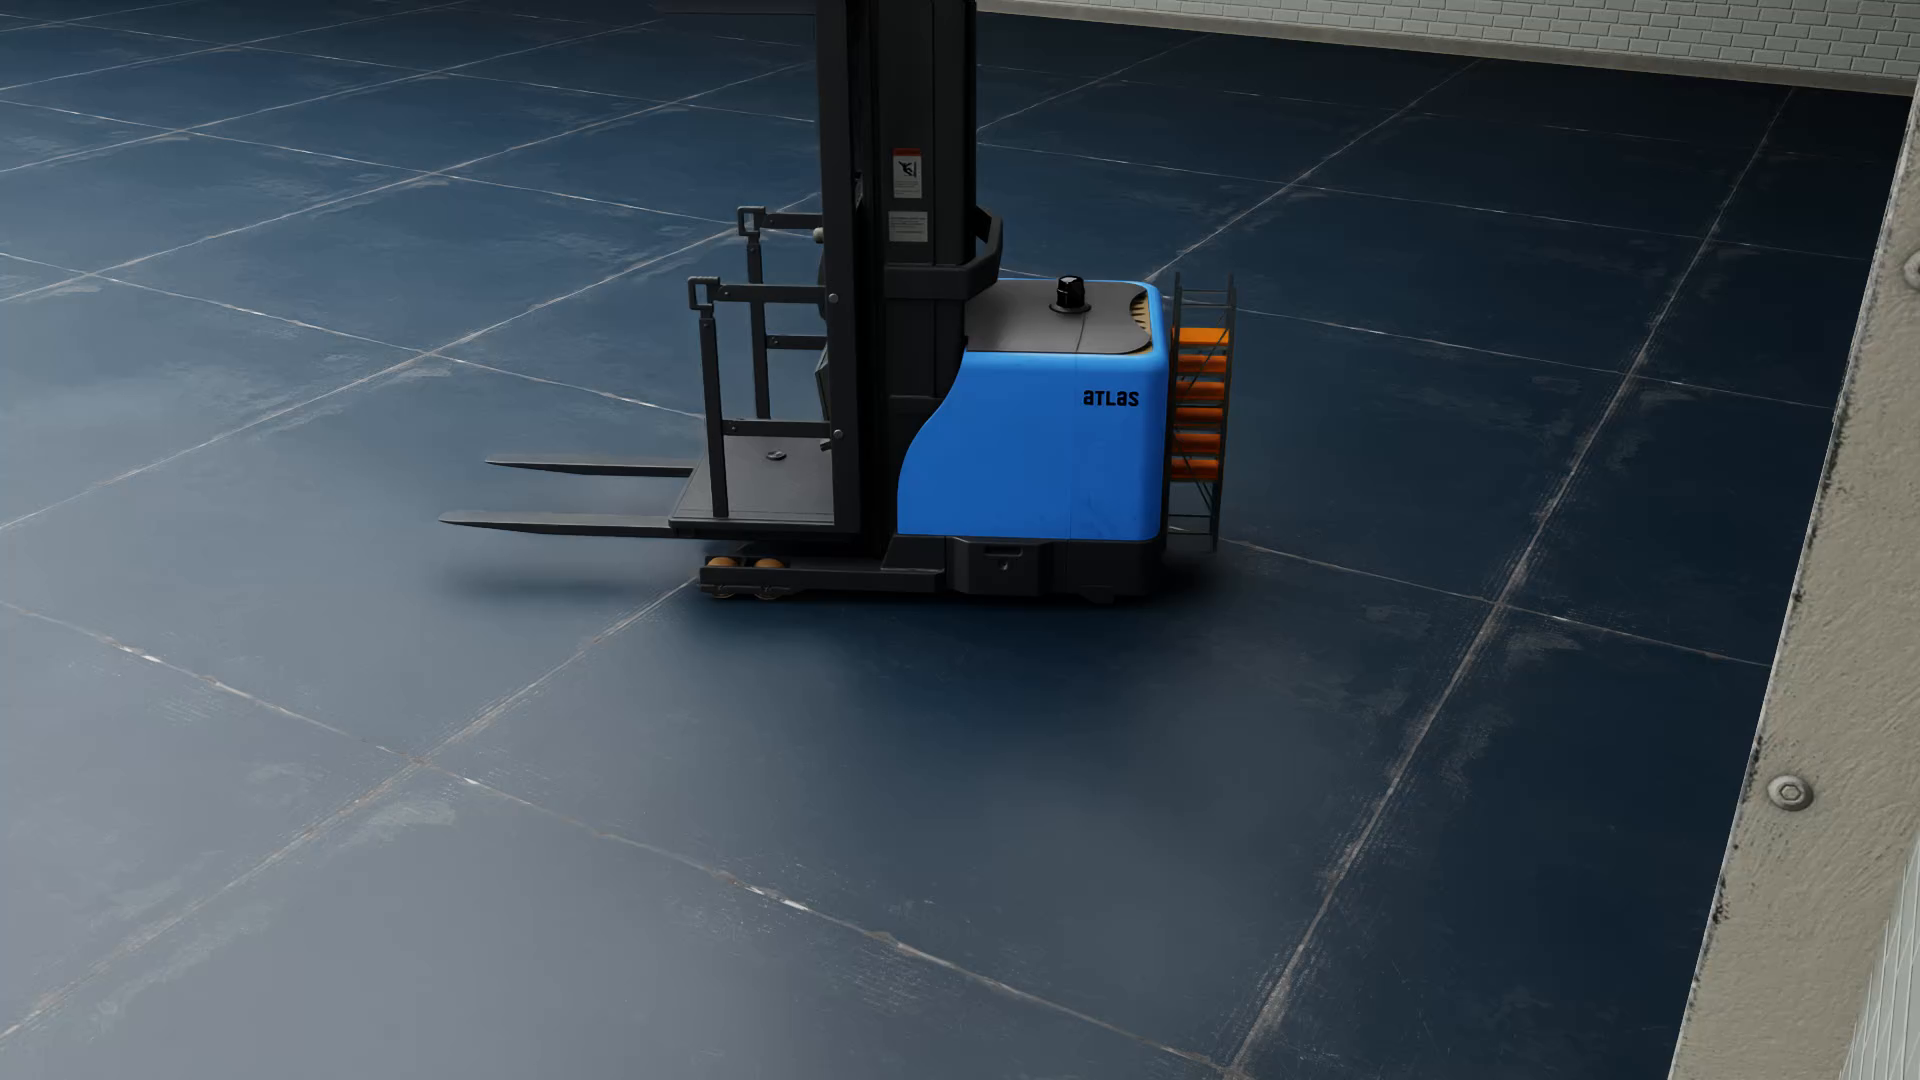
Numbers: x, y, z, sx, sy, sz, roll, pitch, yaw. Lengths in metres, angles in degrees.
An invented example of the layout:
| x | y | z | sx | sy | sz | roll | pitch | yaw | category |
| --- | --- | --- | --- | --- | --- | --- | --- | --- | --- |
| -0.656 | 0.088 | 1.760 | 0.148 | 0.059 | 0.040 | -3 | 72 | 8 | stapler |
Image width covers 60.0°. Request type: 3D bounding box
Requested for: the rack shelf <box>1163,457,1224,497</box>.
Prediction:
| x | y | z | sx | sy | sz | roll | pitch | yaw | category |
| --- | --- | --- | --- | --- | --- | --- | --- | --- | --- |
| 1.001 | -0.272 | 7.165 | 0.258 | 0.103 | 0.180 | 2 | 27 | 3 | rack shelf |

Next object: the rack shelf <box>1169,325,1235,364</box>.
| x | y | z | sx | sy | sz | roll | pitch | yaw | category |
| --- | --- | --- | --- | --- | --- | --- | --- | --- | --- |
| 1.002 | -0.809 | 6.897 | 0.258 | 0.103 | 0.180 | 2 | 27 | 3 | rack shelf |

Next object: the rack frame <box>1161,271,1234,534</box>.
| x | y | z | sx | sy | sz | roll | pitch | yaw | category |
| --- | --- | --- | --- | --- | --- | --- | --- | --- | --- |
| 1.007 | -0.568 | 7.120 | 0.240 | 1.200 | 0.006 | 2 | 27 | 3 | rack frame |

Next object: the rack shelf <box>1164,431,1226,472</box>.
| x | y | z | sx | sy | sz | roll | pitch | yaw | category |
| --- | --- | --- | --- | --- | --- | --- | --- | --- | --- |
| 1.001 | -0.380 | 7.112 | 0.258 | 0.103 | 0.180 | 2 | 27 | 3 | rack shelf |

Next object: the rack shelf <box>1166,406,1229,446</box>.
| x | y | z | sx | sy | sz | roll | pitch | yaw | category |
| --- | --- | --- | --- | --- | --- | --- | --- | --- | --- |
| 1.001 | -0.487 | 7.058 | 0.258 | 0.103 | 0.180 | 2 | 27 | 3 | rack shelf |

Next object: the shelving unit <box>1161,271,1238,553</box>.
| x | y | z | sx | sy | sz | roll | pitch | yaw | category |
| --- | --- | --- | --- | --- | --- | --- | --- | --- | --- |
| 1.001 | -0.527 | 7.038 | 0.258 | 1.200 | 0.189 | 2 | 27 | 3 | shelving unit |

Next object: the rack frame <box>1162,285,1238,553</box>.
| x | y | z | sx | sy | sz | roll | pitch | yaw | category |
| --- | --- | --- | --- | --- | --- | --- | --- | --- | --- |
| 0.995 | -0.486 | 6.956 | 0.240 | 1.200 | 0.006 | 2 | 27 | 3 | rack frame |

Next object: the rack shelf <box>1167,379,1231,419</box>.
| x | y | z | sx | sy | sz | roll | pitch | yaw | category |
| --- | --- | --- | --- | --- | --- | --- | --- | --- | --- |
| 1.001 | -0.594 | 7.004 | 0.258 | 0.103 | 0.180 | 2 | 27 | 3 | rack shelf |

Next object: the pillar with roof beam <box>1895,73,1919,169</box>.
| x | y | z | sx | sy | sz | roll | pitch | yaw | category |
| --- | --- | --- | --- | --- | --- | --- | --- | --- | --- |
| 3.910 | -7.958 | 13.171 | 9.100 | 9.000 | 0.400 | 14 | 30 | 26 | pillar with roof beam |

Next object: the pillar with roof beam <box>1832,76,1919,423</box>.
| x | y | z | sx | sy | sz | roll | pitch | yaw | category |
| --- | --- | --- | --- | --- | --- | --- | --- | --- | --- |
| 0.958 | -5.619 | 8.500 | 9.100 | 9.000 | 0.400 | 14 | 30 | 26 | pillar with roof beam |

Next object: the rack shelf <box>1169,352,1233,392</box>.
| x | y | z | sx | sy | sz | roll | pitch | yaw | category |
| --- | --- | --- | --- | --- | --- | --- | --- | --- | --- |
| 1.001 | -0.702 | 6.950 | 0.258 | 0.103 | 0.180 | 2 | 27 | 3 | rack shelf |

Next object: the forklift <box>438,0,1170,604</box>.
| x | y | z | sx | sy | sz | roll | pitch | yaw | category |
| --- | --- | --- | --- | --- | --- | --- | --- | --- | --- |
| -0.666 | -1.298 | 6.646 | 3.031 | 2.935 | 1.130 | 2 | 27 | 4 | forklift |
